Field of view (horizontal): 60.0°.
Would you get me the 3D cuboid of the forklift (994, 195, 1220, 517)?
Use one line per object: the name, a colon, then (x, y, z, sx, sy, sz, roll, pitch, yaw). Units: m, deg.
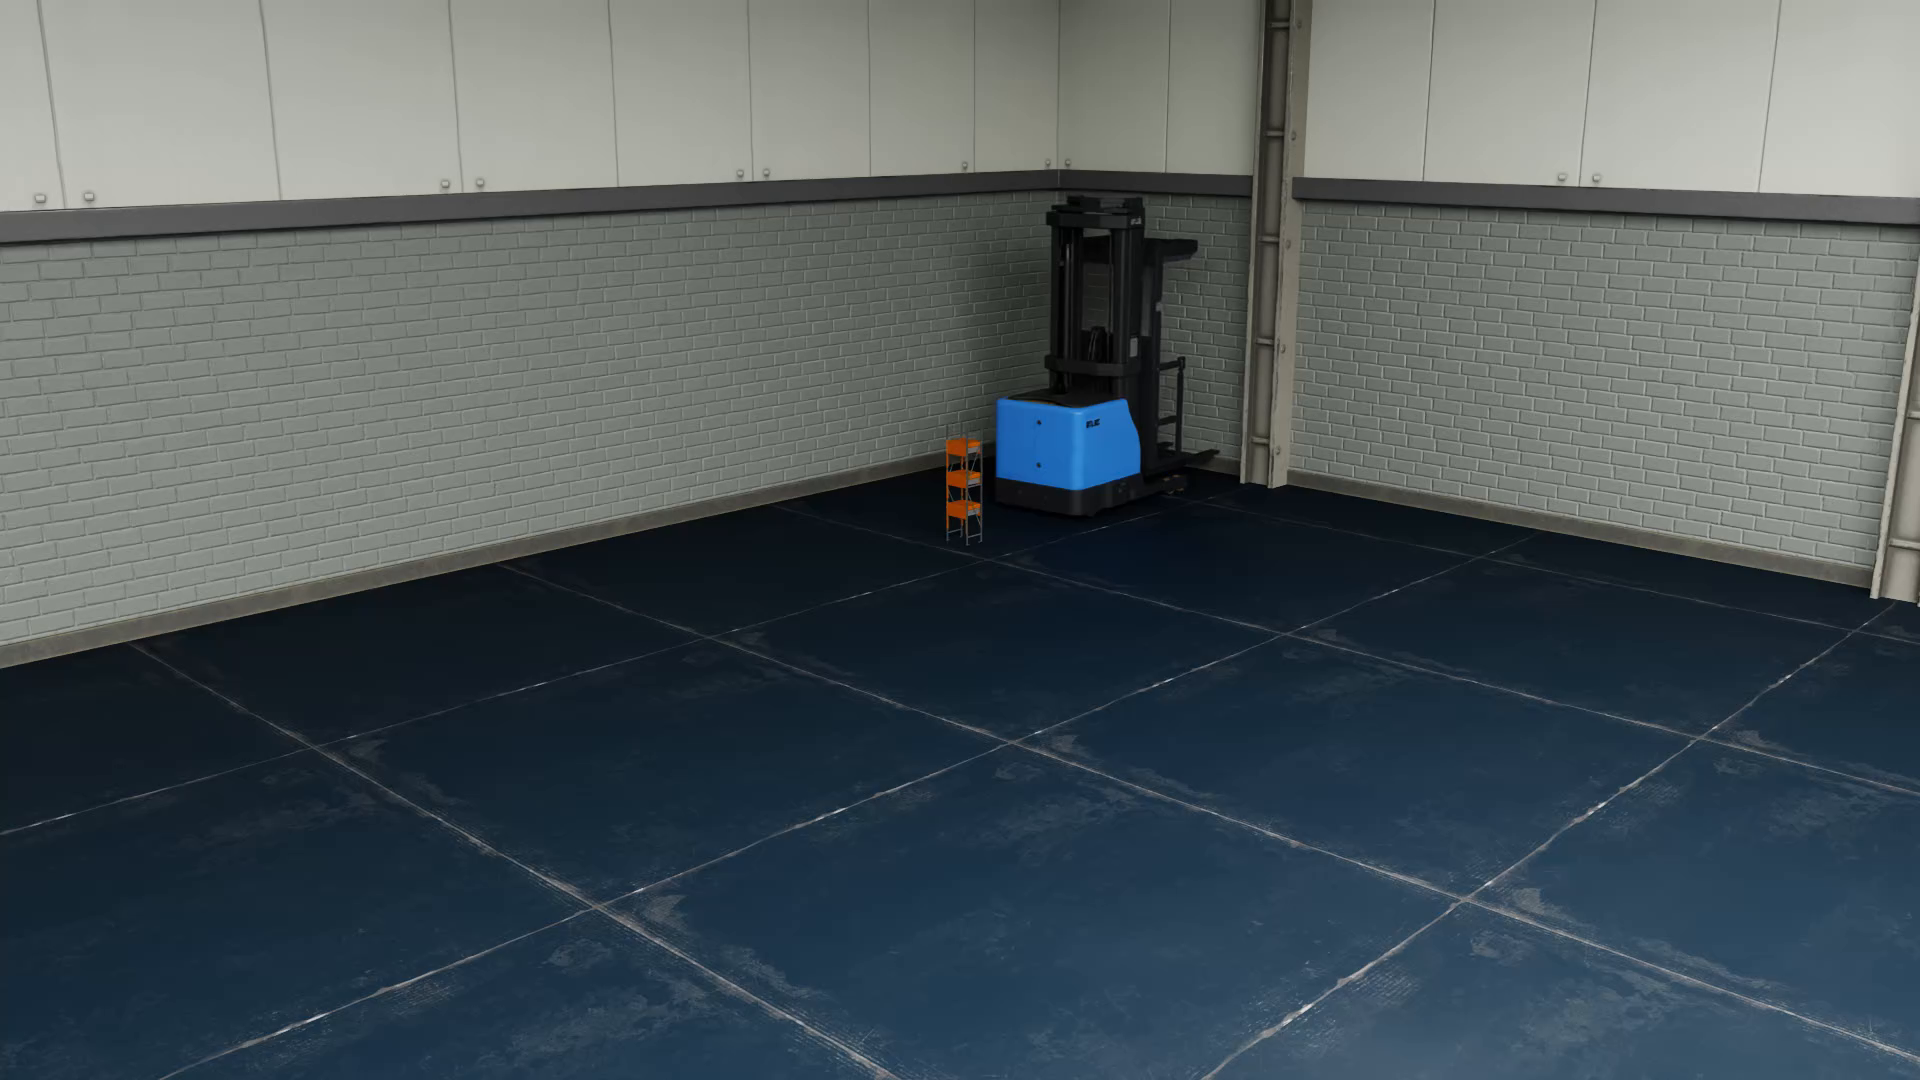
forklift: (1.646, -1.944, 16.579, 1.130, 2.935, 3.031, 12, 19, 38)

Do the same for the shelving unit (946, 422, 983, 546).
shelving unit: (0.039, -0.499, 14.764, 0.252, 1.050, 0.215, 14, 20, 42)

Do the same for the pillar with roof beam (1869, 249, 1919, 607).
pillar with roof beam: (4.472, -3.111, 9.026, 0.400, 9.000, 9.100, 14, 20, 42)

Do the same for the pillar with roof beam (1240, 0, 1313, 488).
pillar with roof beam: (0.152, -4.161, 13.056, 0.400, 9.000, 9.100, 14, 20, 42)

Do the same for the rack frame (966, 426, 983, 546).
rack frame: (0.126, -0.477, 14.682, 0.008, 1.050, 0.200, 14, 20, 42)

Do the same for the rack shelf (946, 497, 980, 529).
rack shelf: (0.039, -0.219, 14.837, 0.240, 0.259, 0.215, 14, 20, 42)

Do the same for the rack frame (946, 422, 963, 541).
rack frame: (-0.049, -0.520, 14.846, 0.008, 1.050, 0.200, 14, 20, 42)

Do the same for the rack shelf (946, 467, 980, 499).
rack shelf: (0.039, -0.488, 14.766, 0.240, 0.259, 0.215, 14, 20, 42)

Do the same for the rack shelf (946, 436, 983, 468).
rack shelf: (0.038, -0.763, 14.695, 0.240, 0.259, 0.215, 14, 20, 42)
